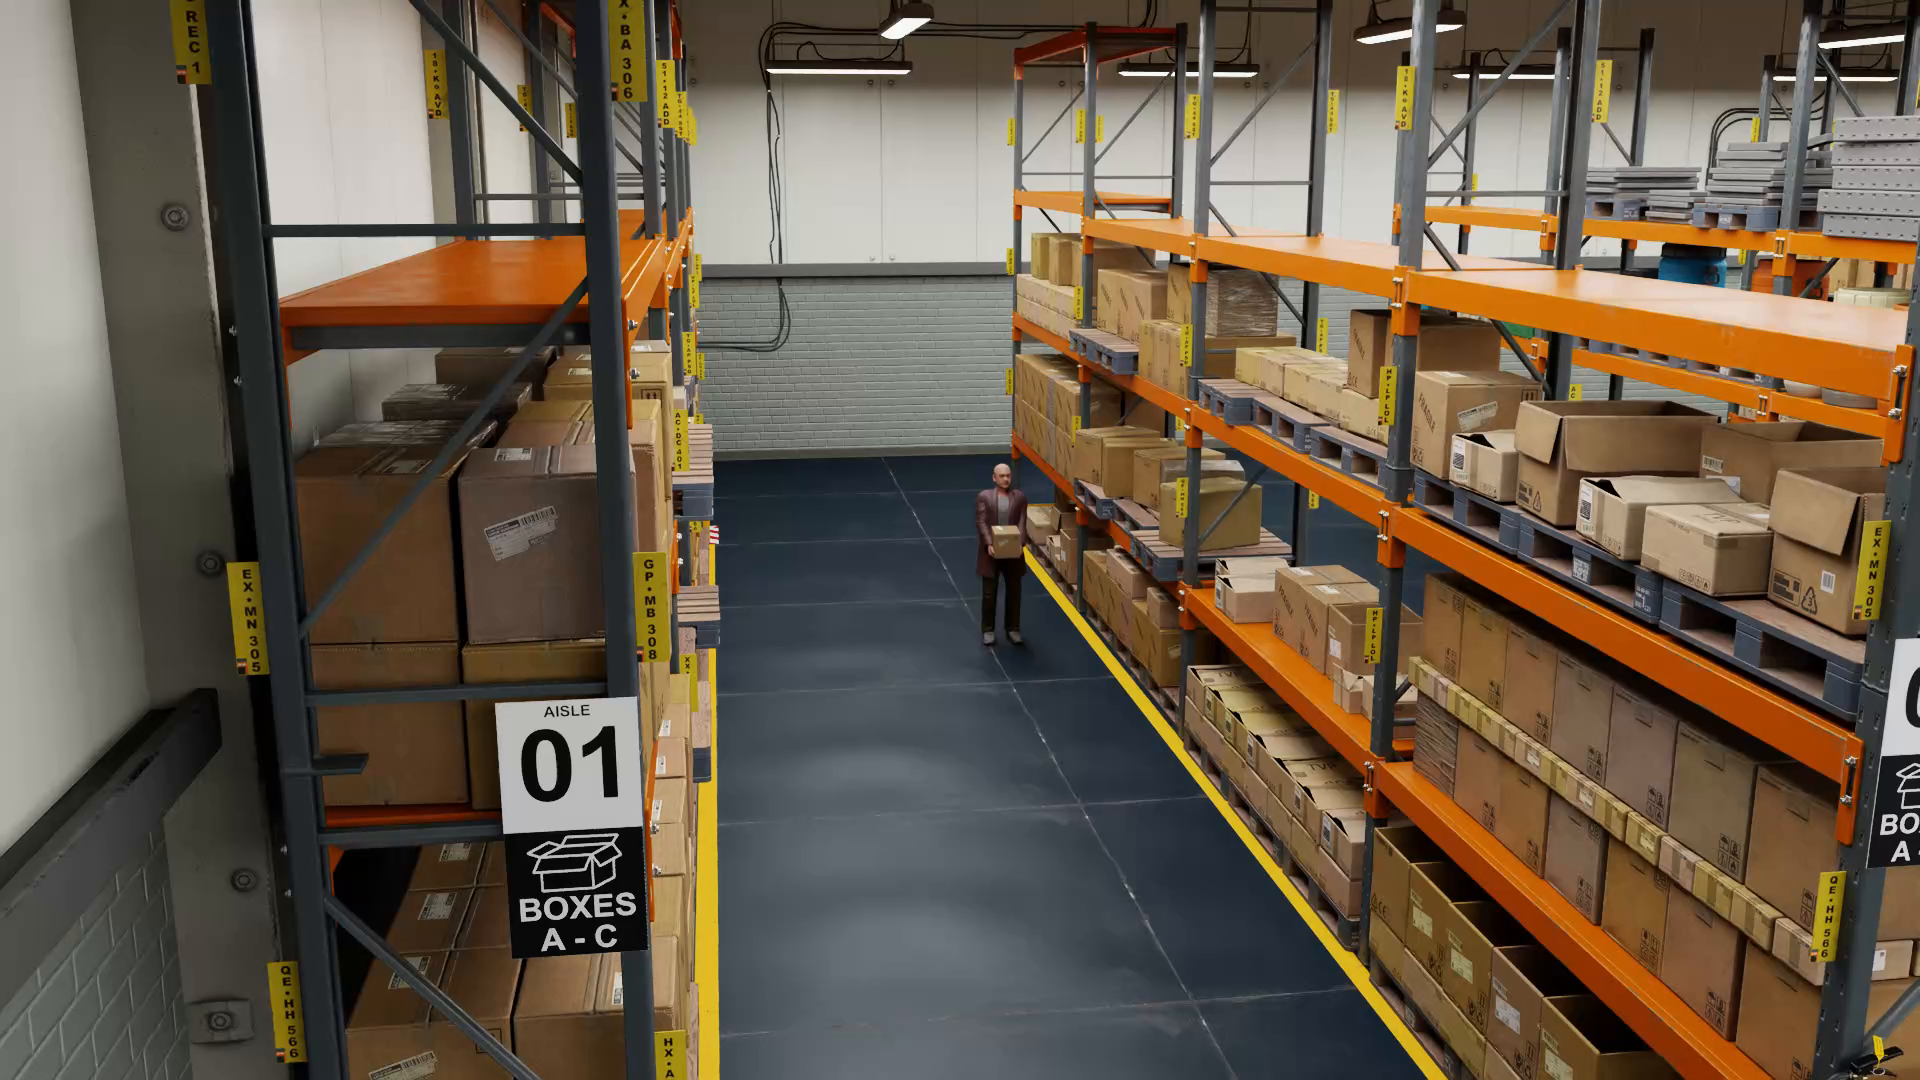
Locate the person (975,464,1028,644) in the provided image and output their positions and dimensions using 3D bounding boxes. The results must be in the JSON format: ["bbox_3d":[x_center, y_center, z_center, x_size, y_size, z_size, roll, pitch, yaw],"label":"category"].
[{"bbox_3d":[0.427,0.155,16.355,0.529,1.772,0.561,-2,13,-7],"label":"person"}]
